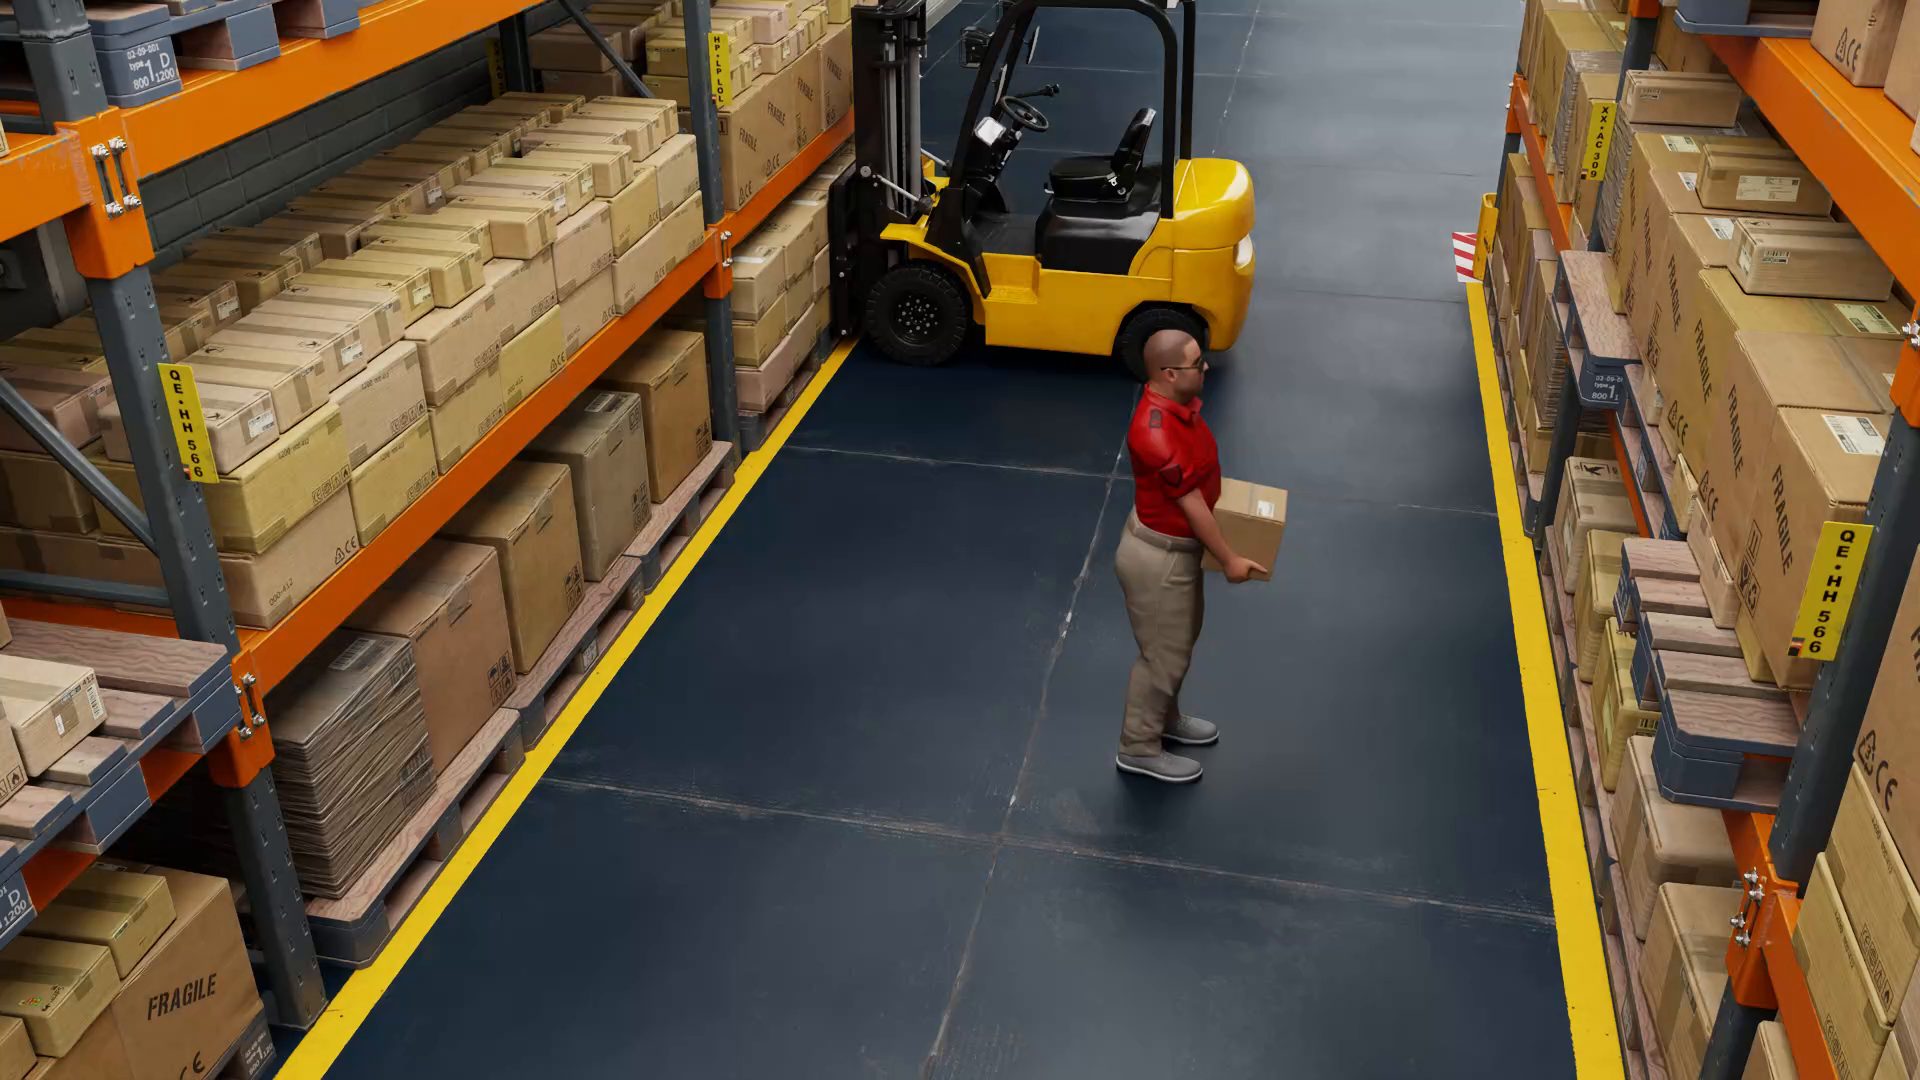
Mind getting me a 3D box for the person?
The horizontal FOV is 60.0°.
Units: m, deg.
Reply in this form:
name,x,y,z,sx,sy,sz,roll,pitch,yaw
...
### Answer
name,x,y,z,sx,sy,sz,roll,pitch,yaw
person,0.845,0.060,6.043,0.542,1.724,0.490,6,29,11
